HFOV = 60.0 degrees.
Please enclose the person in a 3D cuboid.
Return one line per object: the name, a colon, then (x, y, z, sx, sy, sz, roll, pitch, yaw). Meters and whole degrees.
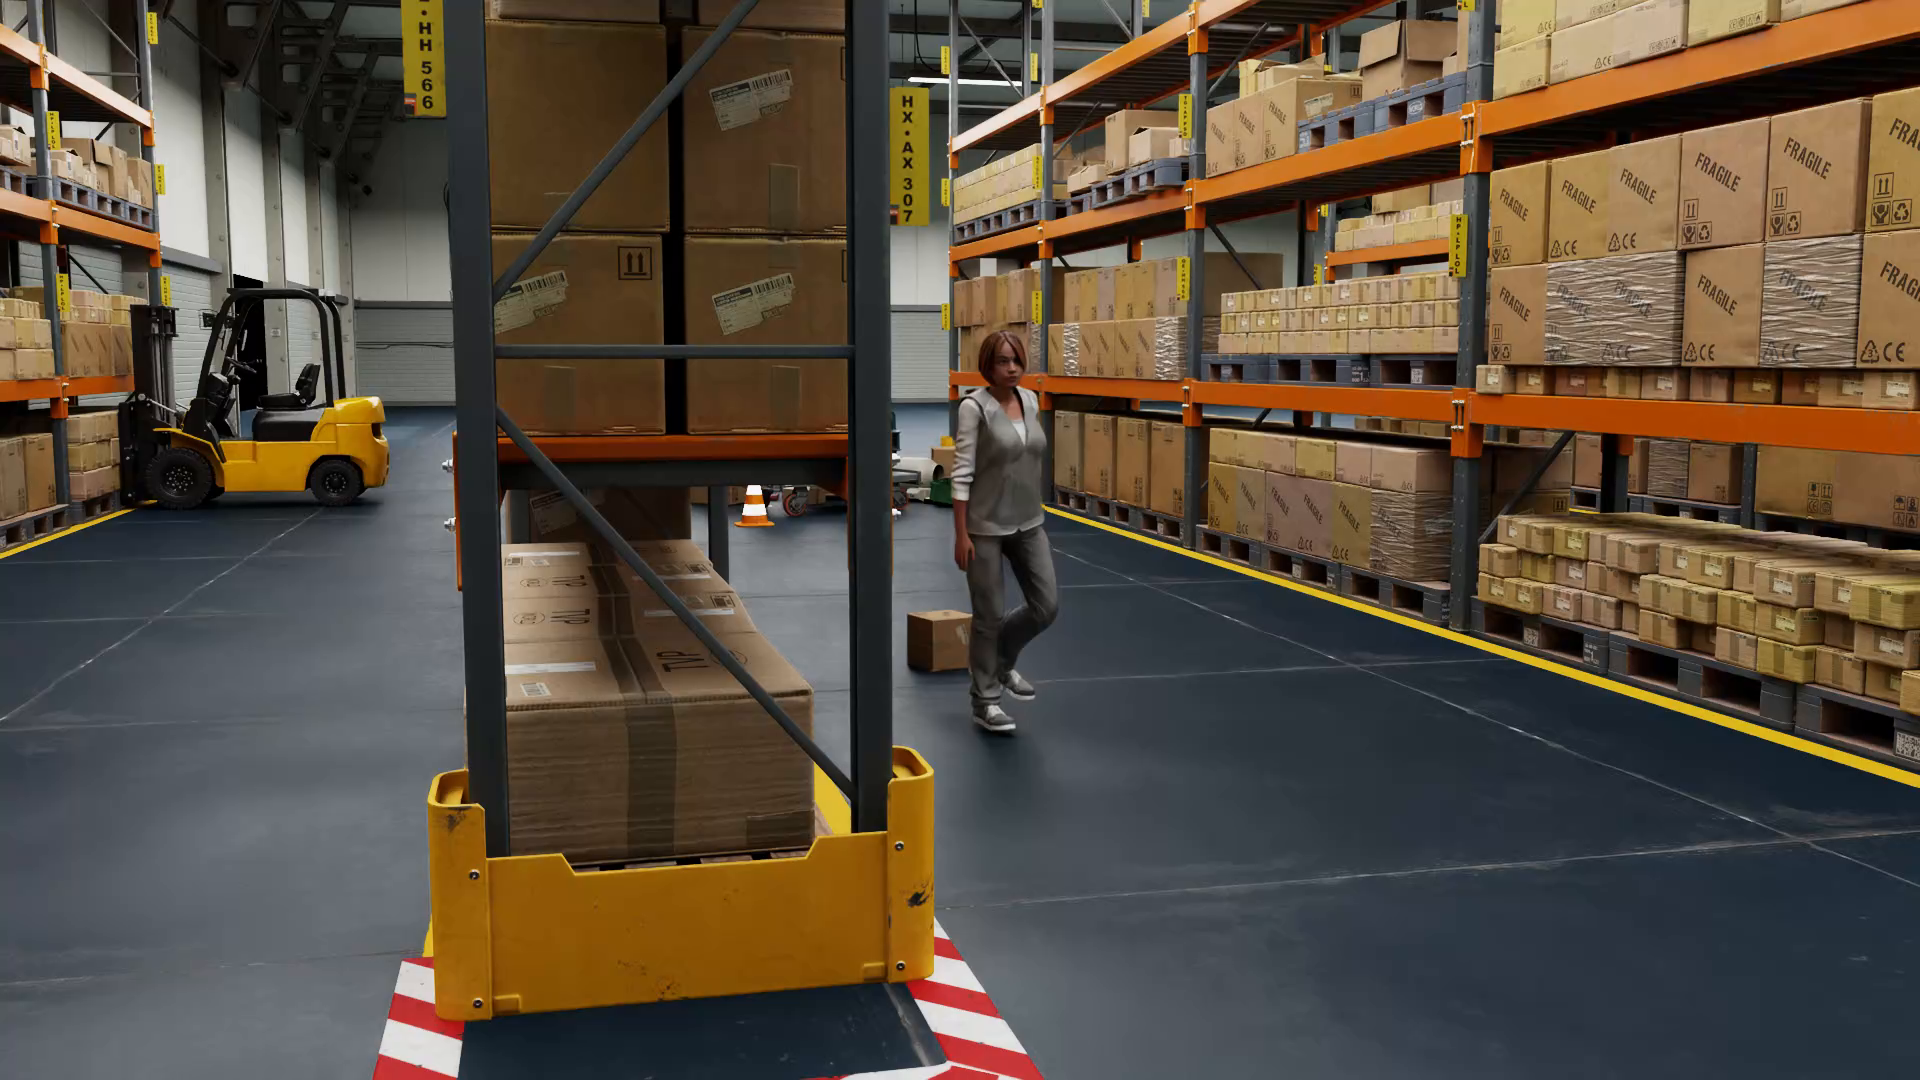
person: (0.144, -0.027, 6.595, 0.471, 1.574, 0.449, -4, 8, -33)
